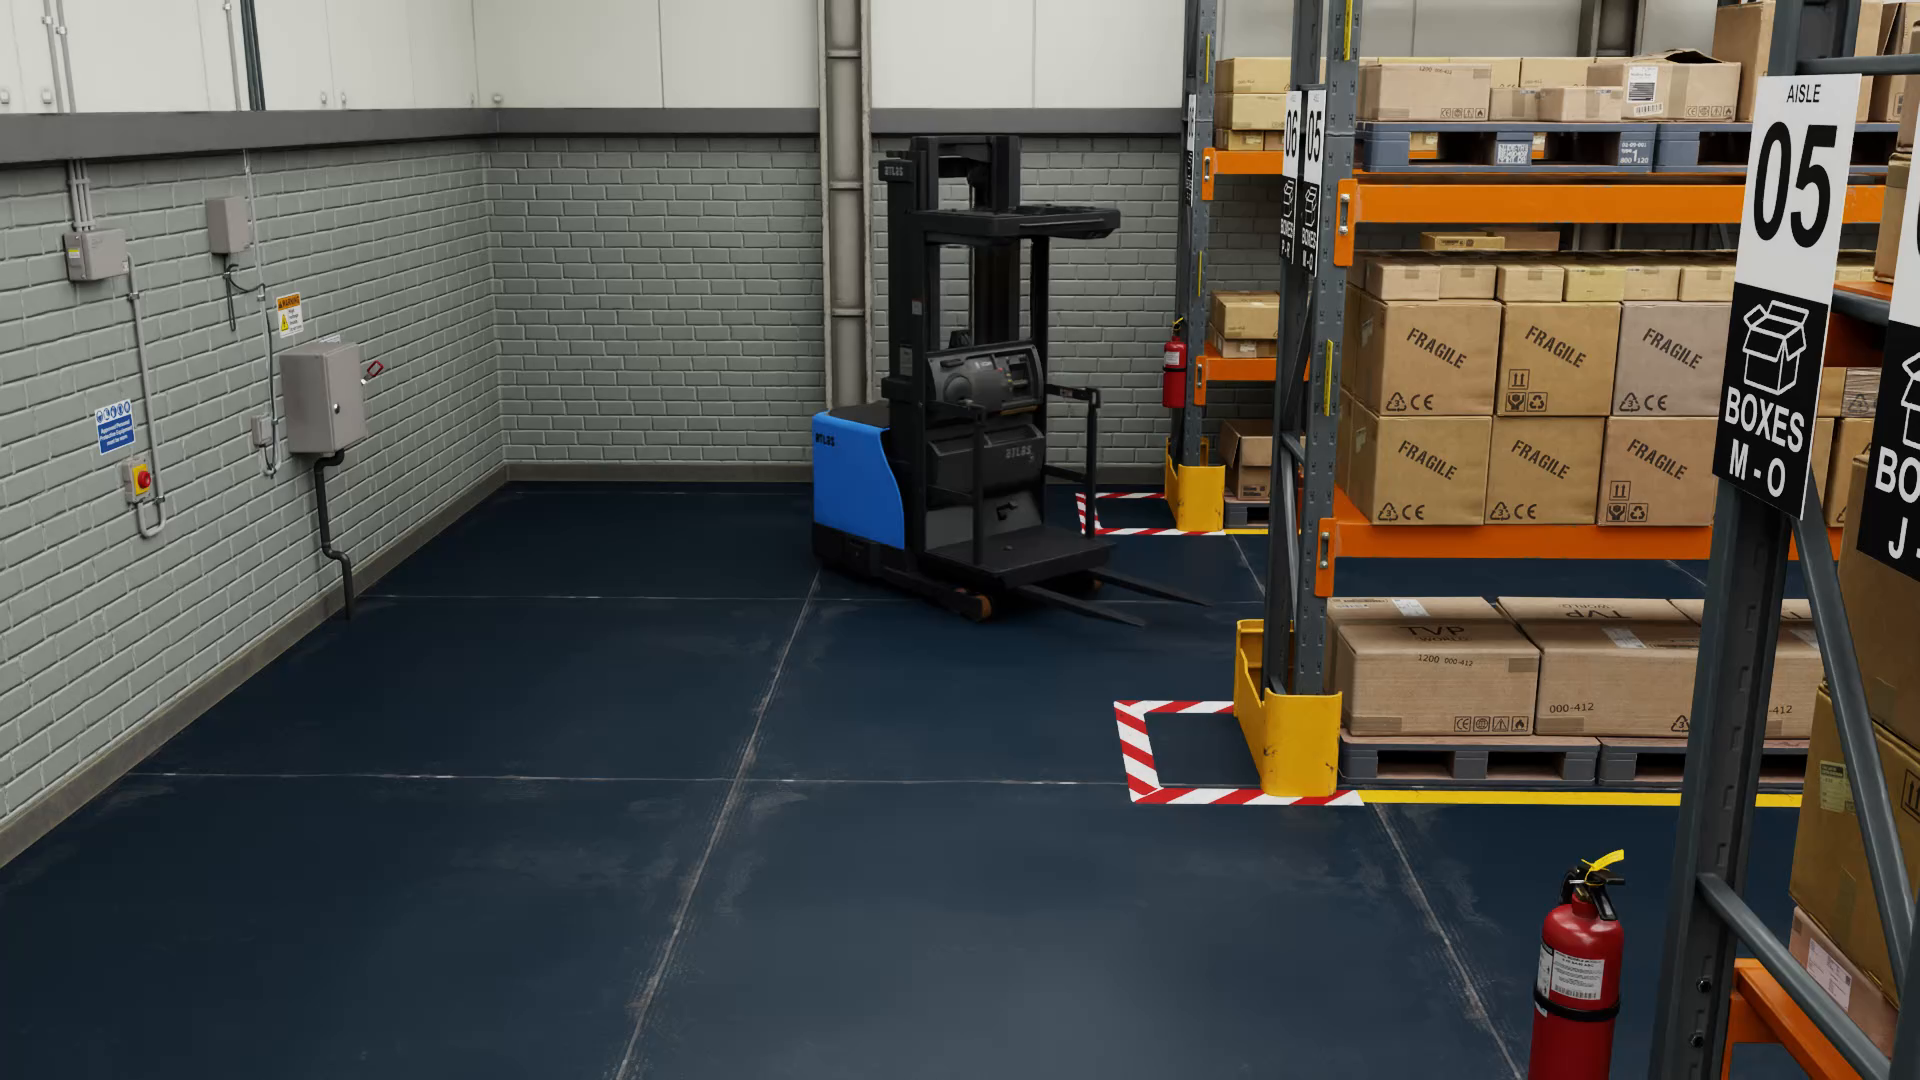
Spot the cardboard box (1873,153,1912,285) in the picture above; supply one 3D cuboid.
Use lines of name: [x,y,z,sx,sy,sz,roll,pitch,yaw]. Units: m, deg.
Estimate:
cardboard box: [2.073,-0.576,3.057,0.500,0.250,0.500,0,15,0]

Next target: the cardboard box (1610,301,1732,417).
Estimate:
cardboard box: [3.141,-0.850,7.524,0.500,0.500,0.500,0,15,1]

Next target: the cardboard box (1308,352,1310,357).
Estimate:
cardboard box: [2.600,-1.486,12.585,0.250,0.149,0.380,0,15,1]

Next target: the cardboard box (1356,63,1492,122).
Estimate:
cardboard box: [2.089,-2.046,7.609,0.500,0.250,0.500,-1,15,-4]

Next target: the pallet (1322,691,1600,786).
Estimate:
pallet: [2.438,0.937,8.374,1.213,0.211,1.003,0,15,1]

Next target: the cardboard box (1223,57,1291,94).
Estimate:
cardboard box: [2.197,-3.359,12.042,0.500,0.250,0.500,0,15,1]

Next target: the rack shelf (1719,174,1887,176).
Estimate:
rack shelf: [7.758,-2.726,12.322,4.000,0.370,1.077,0,15,1]

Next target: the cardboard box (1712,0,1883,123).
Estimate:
cardboard box: [3.648,-2.095,7.306,0.500,0.500,0.500,1,15,2]

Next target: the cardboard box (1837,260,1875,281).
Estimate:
cardboard box: [4.043,-1.161,7.434,0.250,0.149,0.380,0,15,0]

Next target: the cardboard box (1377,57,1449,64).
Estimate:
cardboard box: [3.207,-3.351,12.012,0.500,0.250,0.500,0,15,1]

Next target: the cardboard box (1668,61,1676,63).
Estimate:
cardboard box: [5.248,-3.342,11.977,0.500,0.250,0.500,0,15,2]

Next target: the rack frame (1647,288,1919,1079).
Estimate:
rack frame: [1.611,0.867,3.176,0.127,3.000,1.000,0,15,1]

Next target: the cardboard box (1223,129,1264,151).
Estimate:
cardboard box: [2.073,-2.930,12.178,0.250,0.149,0.380,1,15,3]

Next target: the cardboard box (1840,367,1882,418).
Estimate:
cardboard box: [4.141,-0.841,7.492,0.500,0.500,0.500,1,15,2]

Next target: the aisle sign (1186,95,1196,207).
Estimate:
aisle sign: [1.684,-2.845,12.147,0.004,0.787,0.394,0,15,1]

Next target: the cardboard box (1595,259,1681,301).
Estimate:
cardboard box: [3.033,-1.169,7.464,0.250,0.149,0.380,1,15,2]

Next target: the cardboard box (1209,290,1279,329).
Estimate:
cardboard box: [2.226,-1.798,12.987,0.500,0.250,0.500,1,15,3]

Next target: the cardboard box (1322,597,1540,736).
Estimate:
cardboard box: [2.299,0.618,8.316,0.875,0.438,0.875,0,15,0]

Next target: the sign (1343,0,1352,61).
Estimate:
sign: [1.617,-2.166,6.922,0.005,0.325,0.100,0,15,1]

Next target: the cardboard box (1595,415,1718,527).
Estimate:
cardboard box: [3.124,-0.364,7.645,0.500,0.500,0.500,0,15,1]

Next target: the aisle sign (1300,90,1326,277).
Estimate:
aisle sign: [1.557,-1.580,7.353,0.004,0.787,0.394,0,15,1]

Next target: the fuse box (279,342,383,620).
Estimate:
fuse box: [-3.801,-0.339,10.271,0.414,1.711,0.539,0,15,1]

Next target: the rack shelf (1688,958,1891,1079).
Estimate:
rack shelf: [3.611,1.227,3.218,4.000,0.370,1.077,0,15,1]

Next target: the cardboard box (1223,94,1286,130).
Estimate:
cardboard box: [2.196,-3.111,12.084,0.500,0.250,0.500,0,15,1]

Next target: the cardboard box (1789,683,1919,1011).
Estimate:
cardboard box: [2.067,0.612,3.363,0.500,0.500,0.500,1,15,3]

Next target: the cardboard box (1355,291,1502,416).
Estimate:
cardboard box: [2.109,-0.853,7.535,0.500,0.500,0.500,0,15,0]

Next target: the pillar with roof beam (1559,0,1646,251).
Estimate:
pillar with roof beam: [4.976,-3.674,8.624,0.400,9.000,9.100,0,15,1]

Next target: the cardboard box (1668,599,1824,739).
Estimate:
cardboard box: [4.116,0.628,8.278,0.875,0.438,0.875,0,15,0]

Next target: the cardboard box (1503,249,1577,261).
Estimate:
cardboard box: [2.766,-1.303,7.970,0.250,0.149,0.380,1,15,3]

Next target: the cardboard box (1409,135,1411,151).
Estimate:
cardboard box: [3.100,-2.901,12.069,0.250,0.149,0.380,0,15,1]

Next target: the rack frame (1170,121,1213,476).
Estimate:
rack frame: [1.760,-1.662,12.761,0.127,3.000,1.000,0,15,1]

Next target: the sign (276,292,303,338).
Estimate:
sign: [-4.010,-1.349,9.953,0.001,0.242,0.339,0,15,1]

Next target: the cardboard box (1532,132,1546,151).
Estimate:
cardboard box: [4.115,-2.911,12.104,0.250,0.149,0.380,1,15,2]

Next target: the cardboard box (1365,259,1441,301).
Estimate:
cardboard box: [1.985,-1.169,7.463,0.250,0.149,0.380,1,15,3]

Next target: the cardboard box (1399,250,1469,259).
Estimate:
cardboard box: [2.255,-1.295,7.941,0.250,0.149,0.380,1,15,2]

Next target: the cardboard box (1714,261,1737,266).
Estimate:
cardboard box: [3.534,-1.148,7.384,0.250,0.149,0.380,0,15,0]

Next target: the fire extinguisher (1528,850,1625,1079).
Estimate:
fire extinguisher: [1.371,0.965,3.685,0.183,0.674,0.296,0,15,1]

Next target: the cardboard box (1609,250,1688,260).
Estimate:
cardboard box: [3.278,-1.296,7.946,0.250,0.149,0.380,1,15,3]

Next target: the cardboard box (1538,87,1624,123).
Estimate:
cardboard box: [2.719,-1.911,7.297,0.250,0.149,0.380,1,15,3]

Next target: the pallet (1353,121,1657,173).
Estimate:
pallet: [2.379,-1.802,7.583,1.213,0.211,1.003,0,15,1]

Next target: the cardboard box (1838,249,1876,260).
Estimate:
cardboard box: [4.302,-1.299,7.956,0.250,0.149,0.380,0,15,0]

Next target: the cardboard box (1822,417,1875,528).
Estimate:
cardboard box: [4.148,-0.358,7.621,0.500,0.500,0.500,0,15,1]

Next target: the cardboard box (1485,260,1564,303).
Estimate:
cardboard box: [2.505,-1.155,7.408,0.250,0.149,0.380,1,15,3]

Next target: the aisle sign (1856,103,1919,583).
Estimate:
aisle sign: [1.531,-0.314,2.556,0.004,0.787,0.394,0,15,1]

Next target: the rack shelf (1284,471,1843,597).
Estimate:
rack shelf: [3.636,-0.036,8.005,4.000,0.370,1.077,0,15,1]

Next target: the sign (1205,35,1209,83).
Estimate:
sign: [1.746,-3.397,11.742,0.005,0.325,0.100,0,15,1]

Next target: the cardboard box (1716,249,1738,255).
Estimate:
cardboard box: [3.804,-1.299,7.955,0.250,0.149,0.380,0,15,2]

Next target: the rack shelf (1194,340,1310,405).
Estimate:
rack shelf: [3.759,-1.301,12.803,4.000,0.370,1.077,0,15,1]

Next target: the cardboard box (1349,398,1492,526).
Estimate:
cardboard box: [2.109,-0.369,7.661,0.500,0.500,0.500,0,15,1]

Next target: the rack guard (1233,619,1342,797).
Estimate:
rack guard: [1.613,0.812,8.282,0.348,0.500,1.175,0,15,1]

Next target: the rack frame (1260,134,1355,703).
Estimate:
rack frame: [1.637,-0.397,7.963,0.127,3.000,1.000,0,15,1]

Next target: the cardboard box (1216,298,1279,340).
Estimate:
cardboard box: [2.207,-1.662,12.470,0.500,0.250,0.500,0,15,2]

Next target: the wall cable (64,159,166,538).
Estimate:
wall cable: [-4.001,-0.934,7.946,0.123,1.953,0.585,0,15,1]

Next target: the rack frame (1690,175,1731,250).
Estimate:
rack frame: [5.759,-1.636,12.662,0.127,3.000,1.000,0,15,1]

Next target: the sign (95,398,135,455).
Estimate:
sign: [-4.063,-0.546,8.000,0.001,0.218,0.327,0,15,1]

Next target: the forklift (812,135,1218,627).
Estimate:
forklift: [0.310,-1.052,10.582,1.130,2.935,3.031,-13,19,-39]

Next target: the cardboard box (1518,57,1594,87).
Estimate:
cardboard box: [4.234,-3.348,12.001,0.500,0.250,0.500,1,15,2]

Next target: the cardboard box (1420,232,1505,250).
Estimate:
cardboard box: [3.706,-2.015,12.338,0.500,0.500,0.500,1,15,3]

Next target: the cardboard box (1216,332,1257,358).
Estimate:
cardboard box: [2.081,-1.469,12.520,0.250,0.149,0.380,0,15,1]

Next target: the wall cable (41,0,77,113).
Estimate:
wall cable: [-4.057,-3.262,7.066,0.029,3.000,0.463,0,15,1]
